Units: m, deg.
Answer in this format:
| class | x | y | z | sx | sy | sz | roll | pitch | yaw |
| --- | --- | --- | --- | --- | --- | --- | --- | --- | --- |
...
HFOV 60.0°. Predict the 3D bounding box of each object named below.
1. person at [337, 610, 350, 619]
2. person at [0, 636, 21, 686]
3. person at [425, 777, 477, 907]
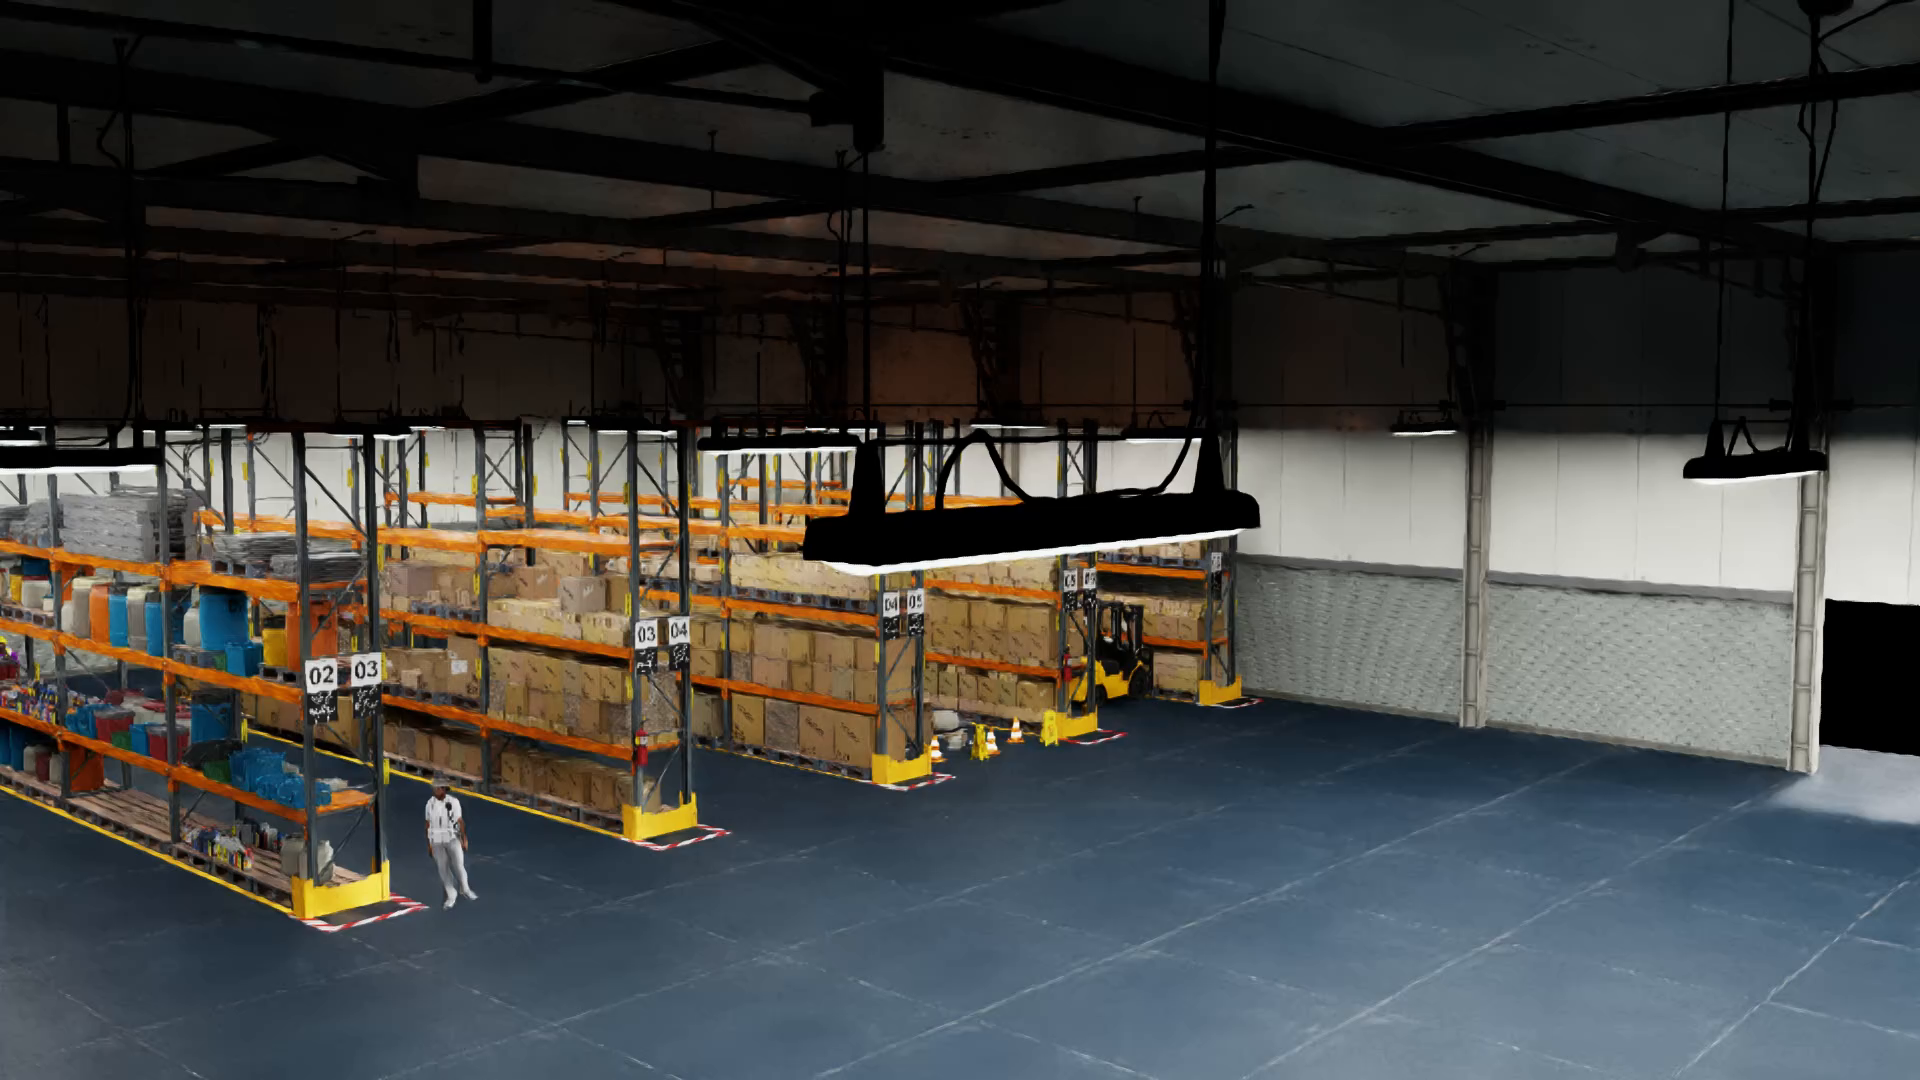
| class | x | y | z | sx | sy | sz | roll | pitch | yaw |
| --- | --- | --- | --- | --- | --- | --- | --- | --- | --- |
| person | -14.768 | 2.302 | 39.747 | 0.454 | 1.508 | 0.875 | -2 | 5 | -25 |
| person | -19.108 | 2.764 | 33.209 | 1.043 | 1.716 | 0.589 | 4 | 6 | 41 |
| person | -6.420 | 3.784 | 20.962 | 0.594 | 1.665 | 0.458 | 0 | 5 | -5 |
